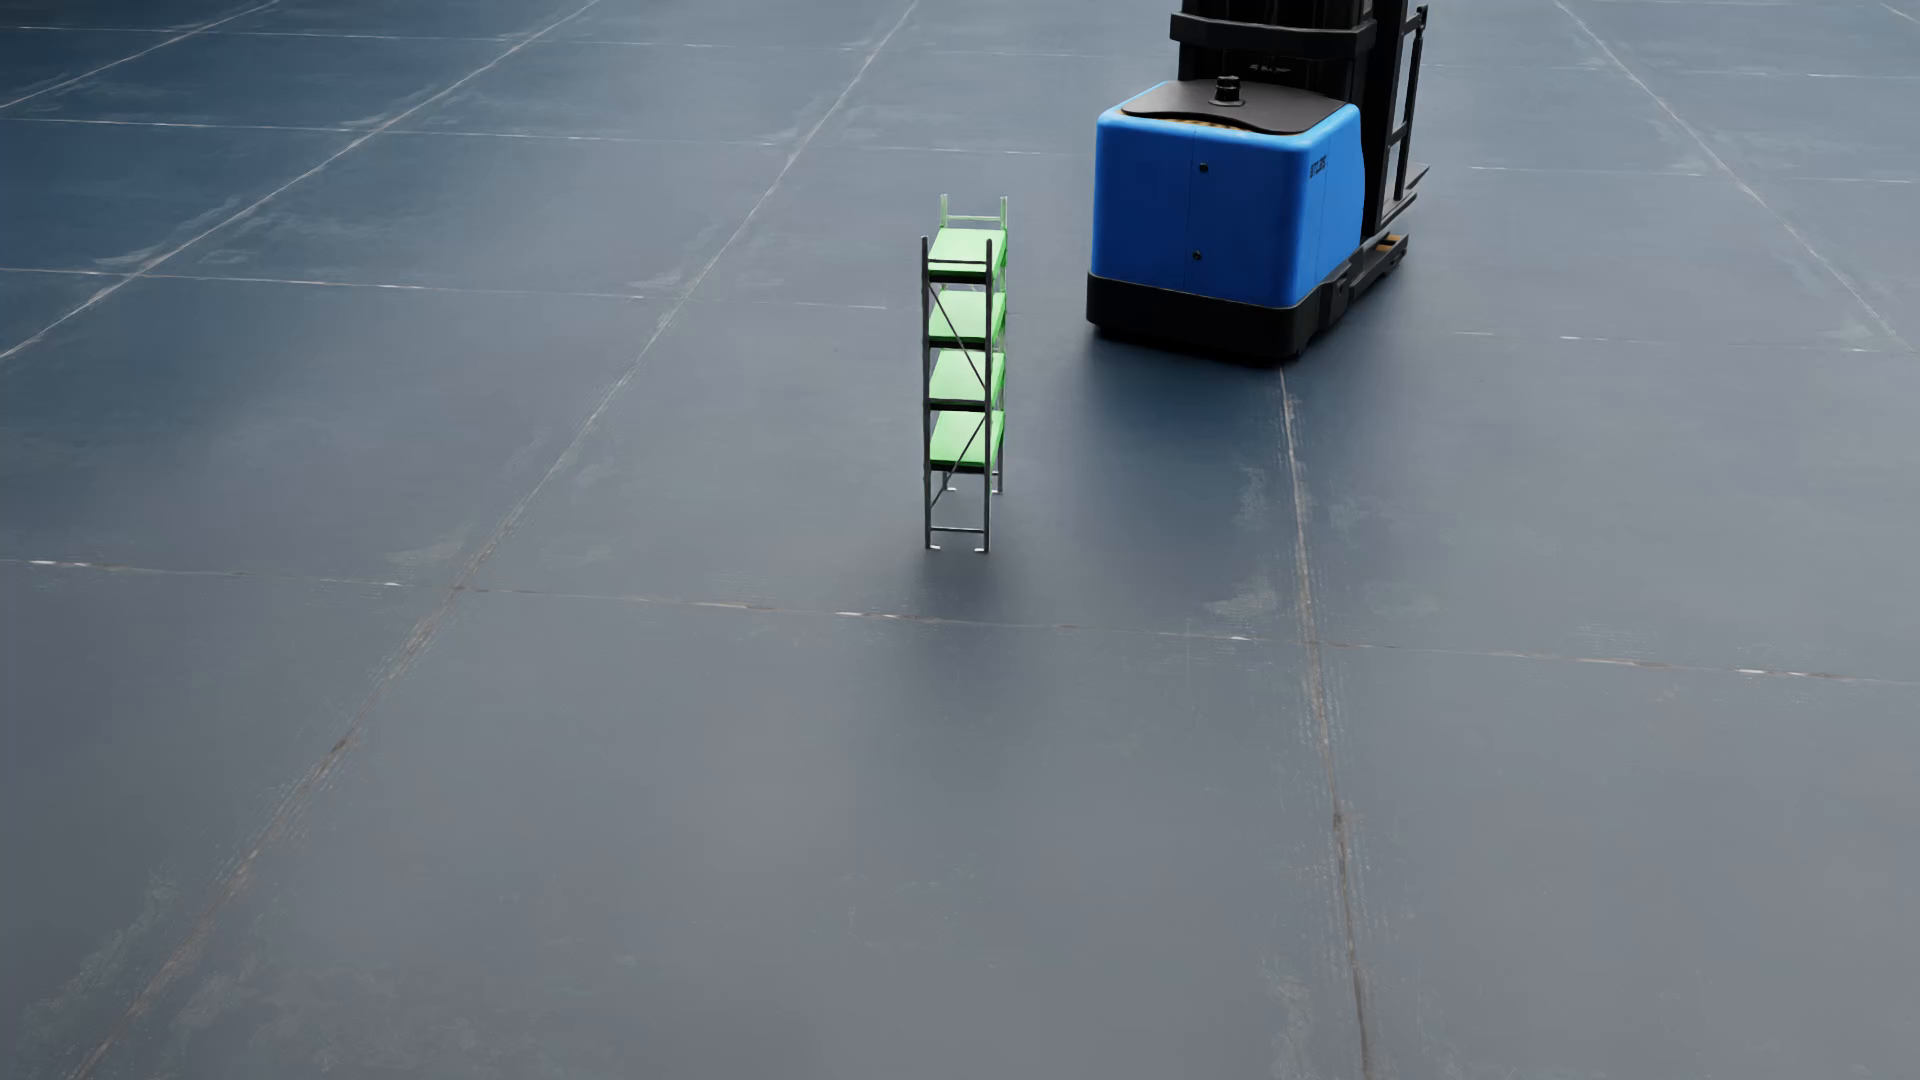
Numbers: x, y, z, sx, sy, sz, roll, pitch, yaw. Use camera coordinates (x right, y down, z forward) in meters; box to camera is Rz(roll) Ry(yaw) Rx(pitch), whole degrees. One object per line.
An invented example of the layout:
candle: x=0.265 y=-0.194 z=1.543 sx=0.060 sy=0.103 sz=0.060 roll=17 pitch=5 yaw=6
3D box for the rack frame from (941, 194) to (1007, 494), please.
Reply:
rack frame: x=0.050 y=-0.721 z=6.323 sx=0.240 sy=1.200 sz=0.015 roll=3 pitch=28 yaw=6

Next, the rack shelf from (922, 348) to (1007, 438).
rack shelf: x=0.020 y=-0.550 z=6.140 sx=0.258 sy=0.148 sz=0.480 roll=3 pitch=28 yaw=6

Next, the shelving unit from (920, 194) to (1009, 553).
shelving unit: x=0.020 y=-0.606 z=6.110 sx=0.258 sy=1.200 sz=0.503 roll=3 pitch=28 yaw=6

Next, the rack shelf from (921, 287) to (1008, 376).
rack shelf: x=0.020 y=-0.761 z=6.027 sx=0.258 sy=0.148 sz=0.480 roll=3 pitch=28 yaw=6

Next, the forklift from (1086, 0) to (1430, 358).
forklift: x=1.774 y=-2.793 z=8.344 sx=1.130 sy=2.935 sz=3.031 roll=15 pitch=32 yaw=25

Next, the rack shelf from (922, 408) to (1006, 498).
rack shelf: x=0.020 y=-0.339 z=6.254 sx=0.258 sy=0.148 sz=0.480 roll=3 pitch=28 yaw=6

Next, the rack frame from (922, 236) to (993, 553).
rack frame: x=-0.010 y=-0.491 z=5.897 sx=0.240 sy=1.200 sz=0.015 roll=3 pitch=28 yaw=6

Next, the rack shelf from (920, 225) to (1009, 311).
rack shelf: x=0.020 y=-0.972 z=5.913 sx=0.258 sy=0.148 sz=0.480 roll=3 pitch=28 yaw=6
